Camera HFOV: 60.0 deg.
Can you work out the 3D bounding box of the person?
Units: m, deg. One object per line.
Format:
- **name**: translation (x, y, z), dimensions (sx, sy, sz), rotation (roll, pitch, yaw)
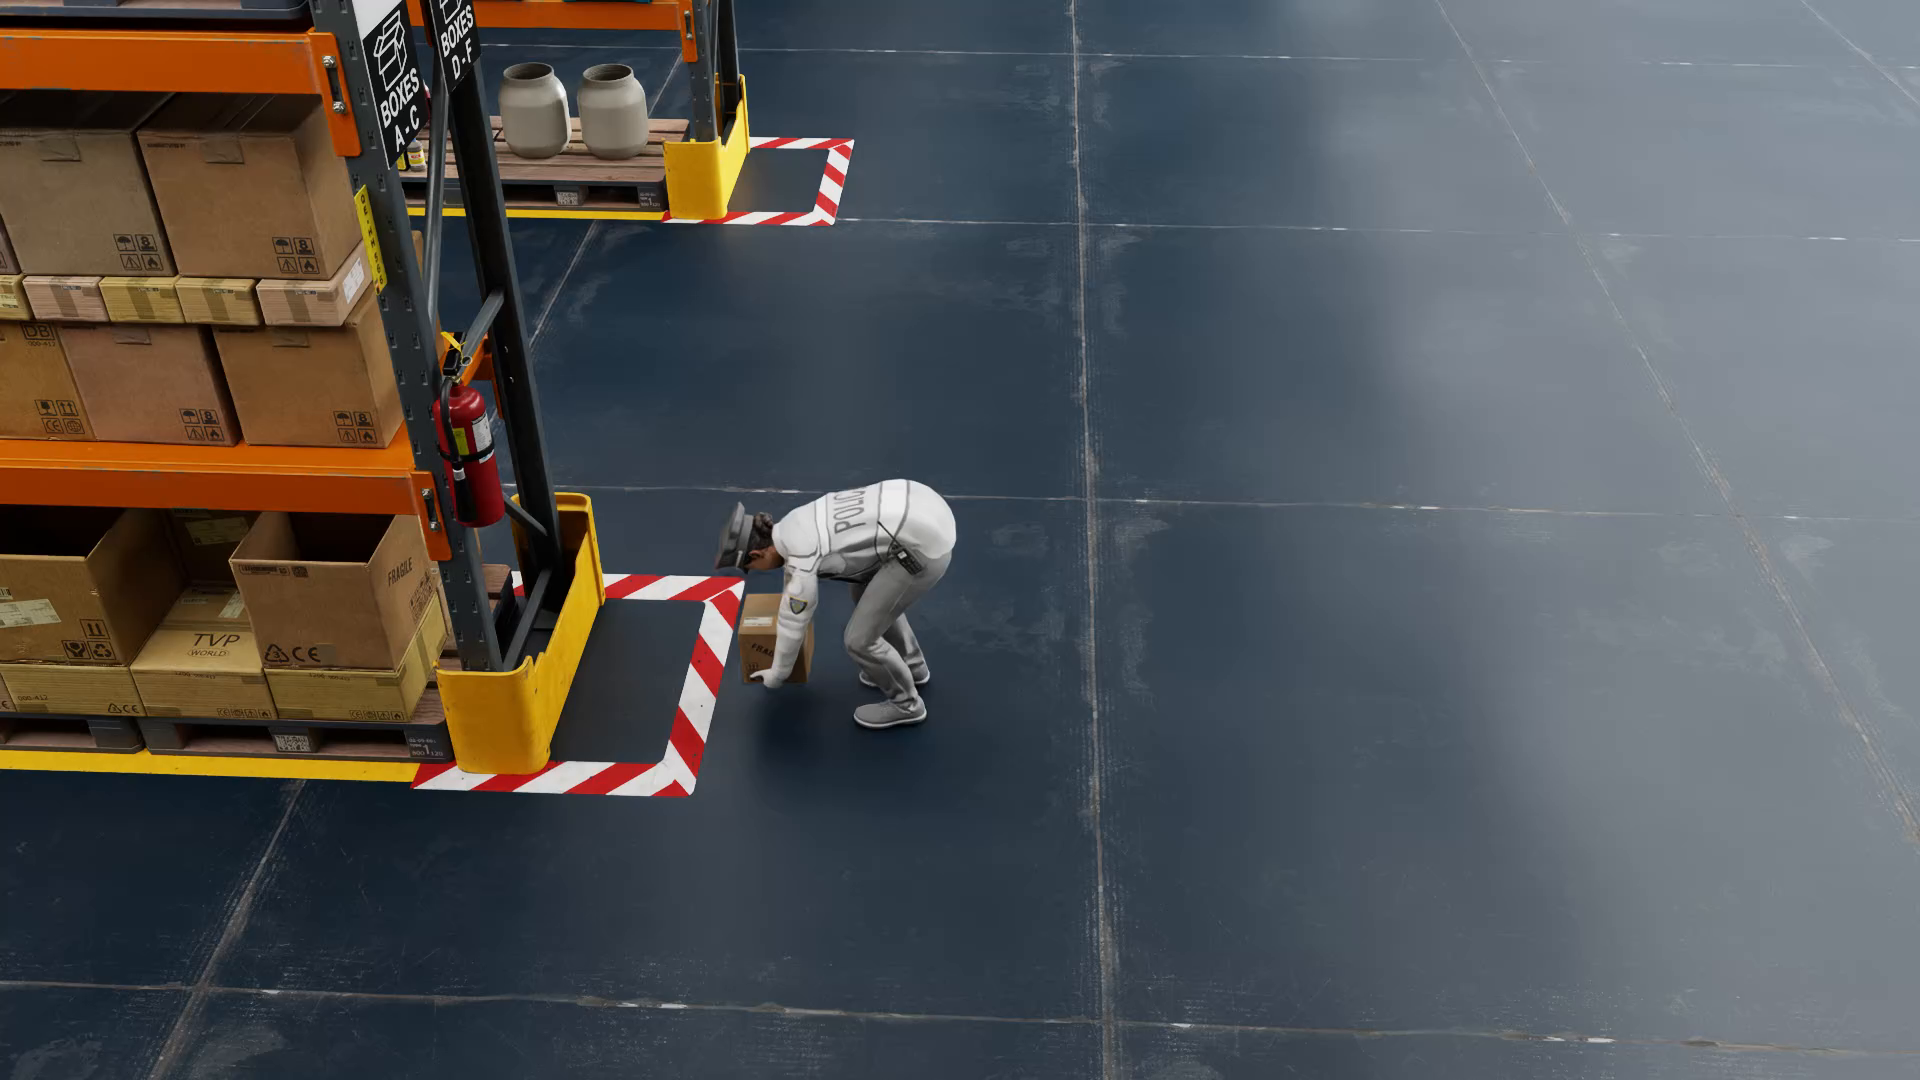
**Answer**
- **person**: translation (-0.470, 0.240, 6.389), dimensions (0.912, 0.995, 0.437), rotation (0, 36, 0)
